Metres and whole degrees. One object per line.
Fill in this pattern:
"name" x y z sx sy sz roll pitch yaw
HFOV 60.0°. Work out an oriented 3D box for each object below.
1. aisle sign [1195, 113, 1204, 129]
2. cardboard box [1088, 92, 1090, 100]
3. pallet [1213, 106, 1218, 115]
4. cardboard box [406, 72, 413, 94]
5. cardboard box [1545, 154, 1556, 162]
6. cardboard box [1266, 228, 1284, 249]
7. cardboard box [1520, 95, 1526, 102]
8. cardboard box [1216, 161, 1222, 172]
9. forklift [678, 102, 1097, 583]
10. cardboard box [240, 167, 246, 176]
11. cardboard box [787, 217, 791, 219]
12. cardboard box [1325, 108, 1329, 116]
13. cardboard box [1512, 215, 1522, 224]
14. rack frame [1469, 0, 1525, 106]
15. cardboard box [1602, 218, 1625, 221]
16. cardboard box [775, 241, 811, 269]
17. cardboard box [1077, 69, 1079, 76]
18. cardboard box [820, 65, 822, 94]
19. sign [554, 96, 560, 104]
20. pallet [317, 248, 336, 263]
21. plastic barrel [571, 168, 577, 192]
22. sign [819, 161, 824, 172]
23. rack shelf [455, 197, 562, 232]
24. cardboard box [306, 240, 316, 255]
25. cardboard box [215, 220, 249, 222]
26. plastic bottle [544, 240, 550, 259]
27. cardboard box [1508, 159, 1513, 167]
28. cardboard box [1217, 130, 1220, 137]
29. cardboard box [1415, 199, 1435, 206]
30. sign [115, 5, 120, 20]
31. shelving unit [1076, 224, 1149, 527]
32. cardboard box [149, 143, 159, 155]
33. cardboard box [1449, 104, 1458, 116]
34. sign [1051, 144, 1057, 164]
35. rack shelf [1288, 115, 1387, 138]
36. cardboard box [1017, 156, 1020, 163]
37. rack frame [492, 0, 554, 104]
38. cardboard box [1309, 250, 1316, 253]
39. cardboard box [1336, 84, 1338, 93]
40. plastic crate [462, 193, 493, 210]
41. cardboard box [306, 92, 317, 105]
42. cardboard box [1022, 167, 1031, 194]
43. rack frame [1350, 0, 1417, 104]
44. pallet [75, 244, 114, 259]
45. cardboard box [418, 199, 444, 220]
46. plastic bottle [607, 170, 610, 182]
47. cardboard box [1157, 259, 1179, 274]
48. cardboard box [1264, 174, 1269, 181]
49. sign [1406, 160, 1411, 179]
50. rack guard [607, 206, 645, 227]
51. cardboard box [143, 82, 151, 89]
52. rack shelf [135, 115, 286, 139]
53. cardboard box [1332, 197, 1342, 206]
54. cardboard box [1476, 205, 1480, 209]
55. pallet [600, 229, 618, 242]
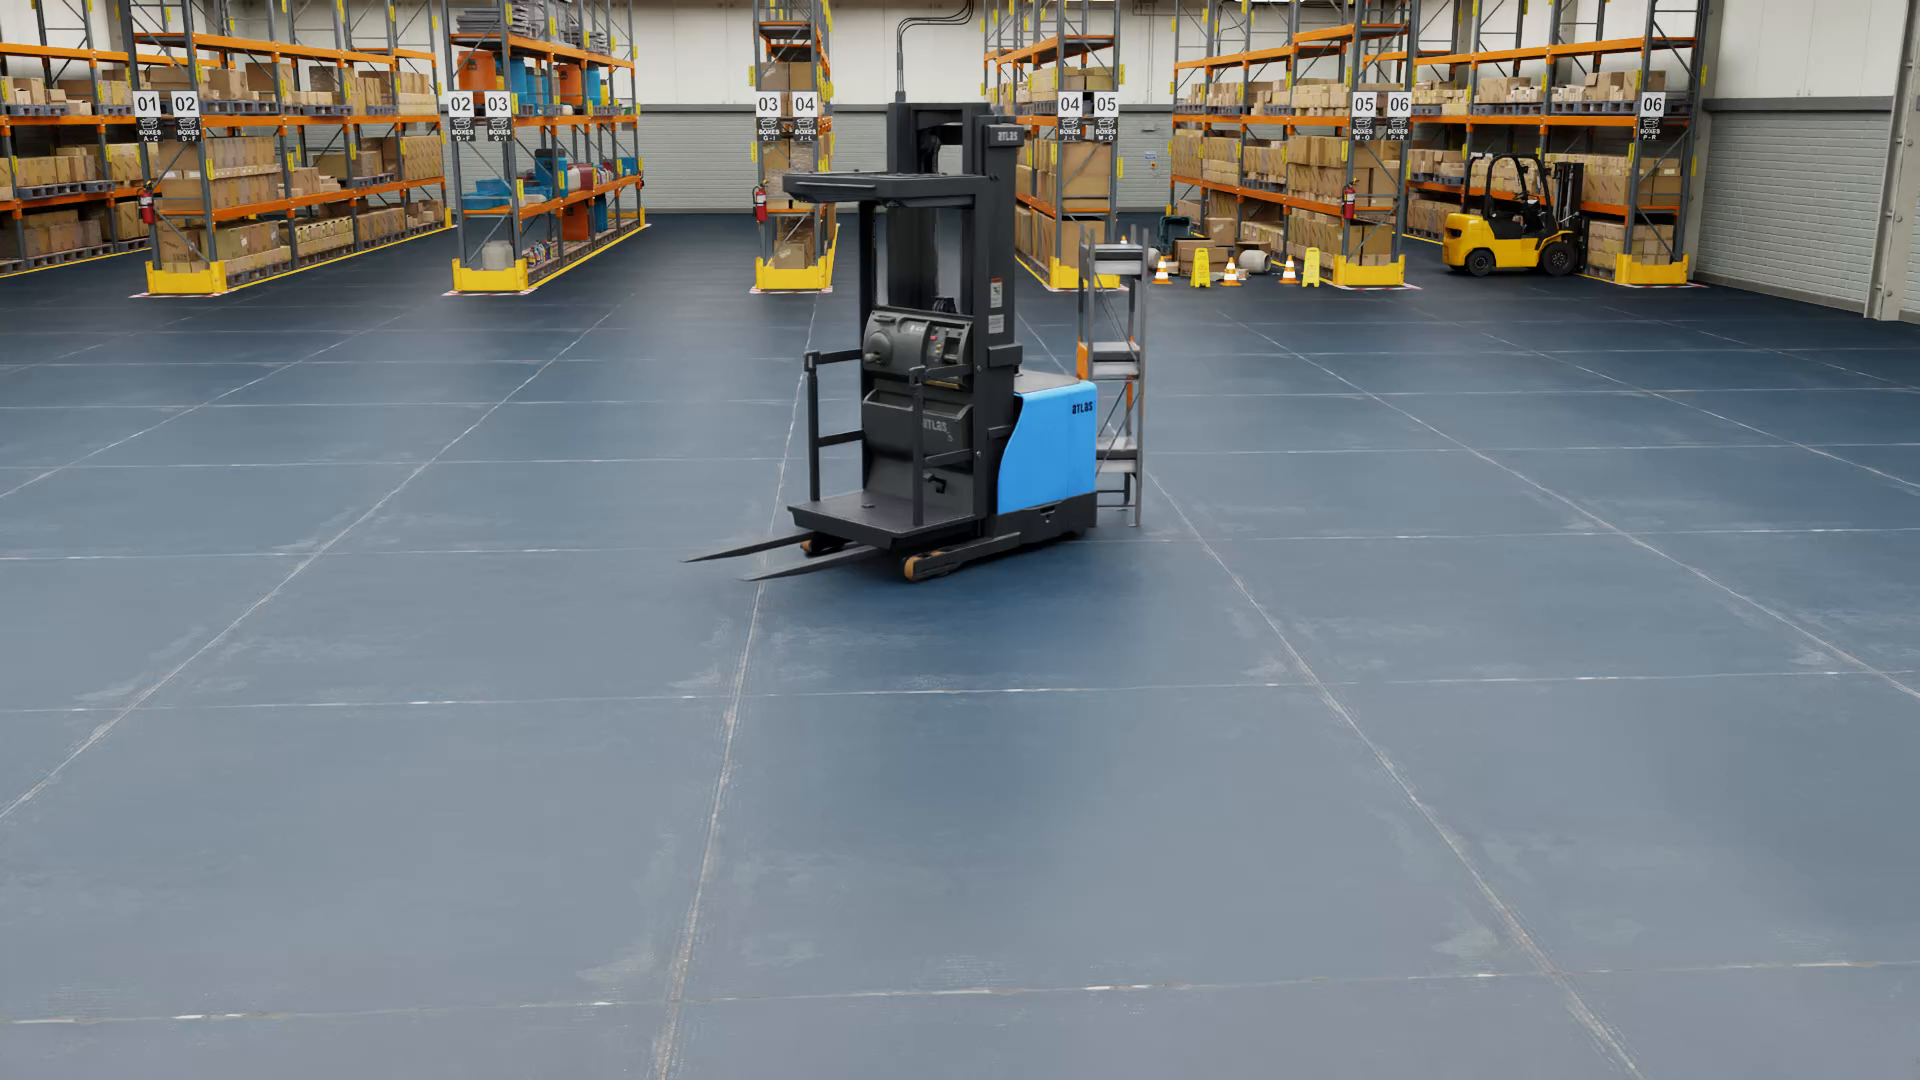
"aisle sign" 6.362 -11.116 43.493 0.394 0.787 0.004 -1 14 -3
"cardboard box" 2.381 -7.552 28.300 0.380 0.149 0.250 -1 14 -3
"pallet" 6.411 -9.972 38.629 0.805 0.209 1.217 -1 15 -6
"cardboard box" -13.469 -10.891 39.609 0.700 0.500 0.500 -1 14 -3
"cardboard box" 11.478 -7.350 31.975 0.380 0.149 0.250 -1 14 -2
"cardboard box" 6.717 -6.090 33.606 0.950 0.372 0.625 0 14 0
"cardboard box" 11.383 -8.779 33.068 0.380 0.149 0.250 -1 14 -4
"cardboard box" 6.149 -8.514 37.896 0.500 0.250 0.500 -1 14 -5
"forklift" -0.429 -1.293 10.671 1.130 2.935 3.031 14 20 43
"cardboard box" -12.634 -6.396 28.862 0.380 0.149 0.250 -1 14 -3
"cardboard box" -3.277 -6.528 35.011 0.700 0.500 0.500 -2 15 -6
"cardboard box" 6.695 -7.589 29.488 0.380 0.149 0.250 -1 14 -5
"cardboard box" 11.670 -6.304 33.929 0.875 0.625 0.625 -1 14 -4
"rack frame" 11.506 -10.828 35.550 1.000 3.000 0.127 -1 14 -3
"cardboard box" 12.081 -5.787 30.669 0.500 0.250 0.500 -1 14 -5
"cardboard box" -2.865 -4.850 28.532 0.500 0.500 0.500 2 15 7
"cardboard box" 2.284 -8.317 29.674 0.380 0.149 0.250 -1 14 -4
"cardboard box" -2.808 -8.476 30.630 0.500 0.500 0.500 -1 14 -5
"sign" -7.485 -8.083 30.885 0.100 0.325 0.005 -1 14 -3
"pallet" -13.142 -5.681 33.183 1.003 0.211 1.213 -1 14 -3
"plastic barrel" -7.979 -7.312 33.701 0.421 0.512 0.421 0 14 0
"sign" -2.301 -6.130 27.593 0.100 0.325 0.005 -1 14 -3
"rack shelf" -7.910 -5.775 29.394 1.077 0.370 4.000 -1 14 -3
"cardboard box" -12.786 -5.648 32.133 0.500 0.250 0.500 -1 14 -2
"cardboard box" -13.223 -5.535 30.191 0.500 0.500 0.500 -1 14 -3
"plastic bottle" -7.707 -5.395 30.908 0.144 0.351 0.185 -1 14 -5
"cardboard box" 11.403 -7.689 33.888 0.380 0.149 0.250 -1 14 -3
"cardboard box" 6.060 -9.825 40.184 0.380 0.149 0.250 -1 14 -2
"cardboard box" 11.109 -8.063 39.716 0.380 0.149 0.250 -1 14 -5
"sign" -18.973 -11.889 37.483 0.100 0.325 0.005 -1 14 -3
"shelving unit" 1.073 -1.174 11.877 0.431 2.100 0.503 -1 14 -4
"cardboard box" -18.080 -8.656 36.807 0.500 0.250 0.500 -1 14 -2
"cardboard box" 11.200 -9.551 36.910 0.500 0.250 0.500 -1 14 -3
"sign" 1.571 -6.424 27.675 0.100 0.325 0.005 -1 14 -3
"rack shelf" 6.924 -7.457 29.912 1.077 0.370 4.000 -1 14 -3
"cardboard box" 1.130 -8.228 35.952 0.380 0.149 0.250 -1 15 -6
"rack frame" -8.034 -9.526 30.490 1.000 3.000 0.127 -1 14 -3
"cardboard box" 6.667 -5.183 30.325 0.500 0.250 0.500 -1 14 -5
"cardboard box" 6.756 -7.844 28.876 0.380 0.149 0.250 -1 14 -3
"plastic crate" -8.116 -5.674 27.856 0.499 0.251 0.616 -1 14 -3
"cardboard box" -13.067 -8.739 32.909 0.500 0.250 0.500 -1 14 -5
"cardboard box" 1.504 -7.174 33.188 0.500 0.500 0.500 -1 14 -3
"rack frame" 7.048 -8.760 27.516 1.000 3.000 0.127 -1 14 -3
"pallet" -18.123 -5.917 34.102 1.003 0.211 1.213 -1 14 -3
"cardboard box" -13.442 -8.400 42.289 0.500 0.500 0.500 -1 14 -3
"plastic bottle" -8.123 -8.404 38.403 0.061 0.283 0.133 -1 14 -3
"cardboard box" 3.811 -5.025 30.525 0.396 0.266 0.258 2 15 6
"cardboard box" 6.439 -7.440 34.084 0.380 0.149 0.250 0 14 -2
"sign" 7.589 -6.283 28.188 0.100 0.325 0.005 -1 14 -3
"rack guard" -8.792 -8.400 43.171 1.175 0.500 0.348 -1 14 -3
"cardboard box" -18.473 -9.951 37.078 0.700 0.500 0.500 -2 15 -6
"rack shelf" -12.854 -7.152 28.727 1.077 0.370 4.000 -1 14 -3
"cardboard box" 6.685 -5.884 28.881 0.380 0.149 0.250 -1 14 -4
"cardboard box" 11.795 -7.430 37.257 0.380 0.149 0.250 0 14 -2
"pallet" -8.524 -7.067 38.570 1.003 0.211 1.213 -1 14 -3
